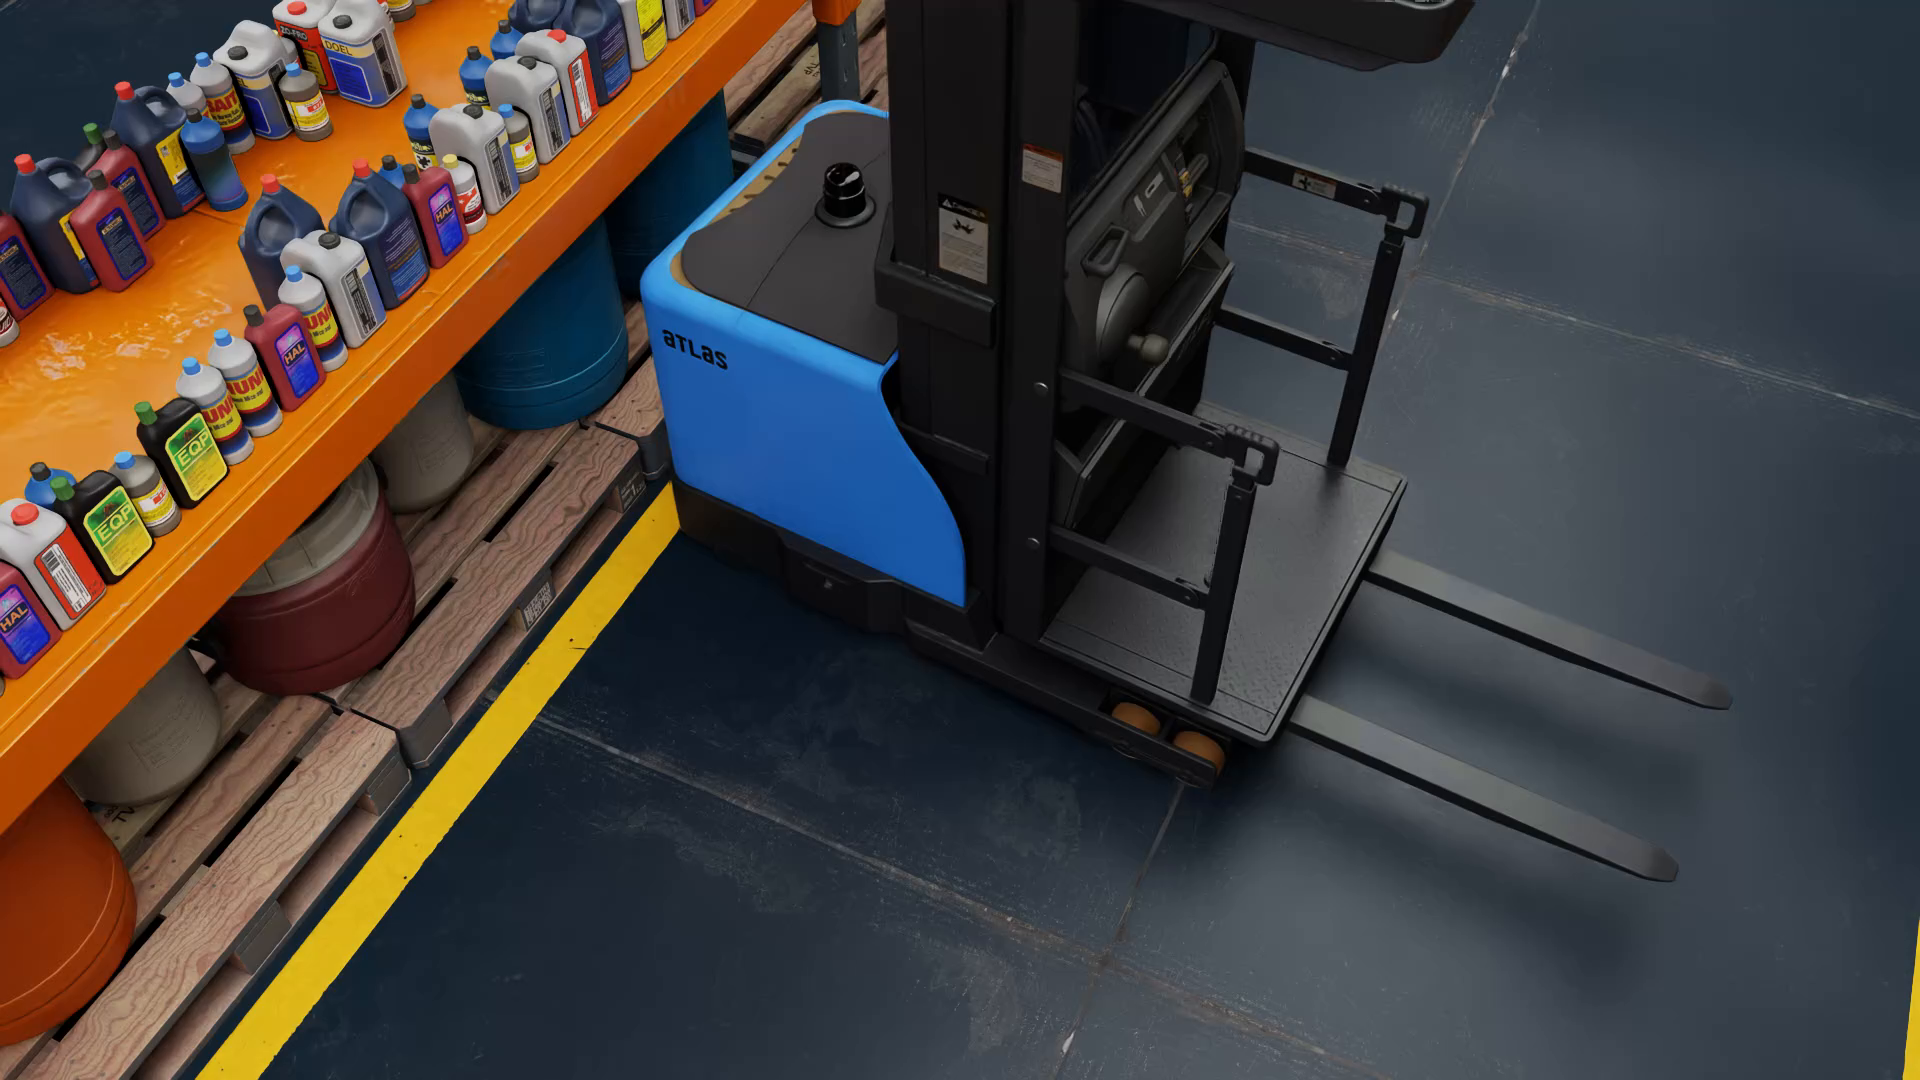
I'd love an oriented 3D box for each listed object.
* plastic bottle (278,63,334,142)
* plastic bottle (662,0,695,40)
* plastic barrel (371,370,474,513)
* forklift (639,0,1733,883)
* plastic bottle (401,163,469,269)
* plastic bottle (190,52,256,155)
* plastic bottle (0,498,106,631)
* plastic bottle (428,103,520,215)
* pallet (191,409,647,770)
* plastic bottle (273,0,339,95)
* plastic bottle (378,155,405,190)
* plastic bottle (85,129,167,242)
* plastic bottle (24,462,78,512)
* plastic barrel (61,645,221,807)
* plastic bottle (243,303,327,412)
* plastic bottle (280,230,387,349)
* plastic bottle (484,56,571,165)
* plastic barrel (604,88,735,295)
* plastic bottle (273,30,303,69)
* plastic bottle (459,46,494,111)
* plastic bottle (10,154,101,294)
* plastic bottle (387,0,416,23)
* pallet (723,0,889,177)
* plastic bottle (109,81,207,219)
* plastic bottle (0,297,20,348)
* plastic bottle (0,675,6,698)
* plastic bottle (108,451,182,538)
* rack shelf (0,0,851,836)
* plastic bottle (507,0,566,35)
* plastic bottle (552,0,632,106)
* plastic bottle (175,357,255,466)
[{"bbox_3d":[-1.737,-1.166,4.403,0.097,0.201,0.097,0,50,0],"label":"plastic bottle"},{"bbox_3d":[-0.854,-1.582,4.708,0.152,0.276,0.135,20,52,16],"label":"plastic bottle"},{"bbox_3d":[-1.694,-0.364,4.948,0.421,0.512,0.421,0,50,0],"label":"plastic barrel"},{"bbox_3d":[0.656,-0.725,3.942,3.031,2.935,1.130,23,53,19],"label":"forklift"},{"bbox_3d":[-1.283,-0.811,4.047,0.061,0.283,0.133,20,52,16],"label":"plastic bottle"},{"bbox_3d":[-1.932,-1.146,4.340,0.097,0.271,0.097,0,50,0],"label":"plastic bottle"},{"bbox_3d":[-1.855,0.033,3.334,0.152,0.276,0.135,20,52,16],"label":"plastic bottle"},{"bbox_3d":[-1.226,-0.983,4.198,0.152,0.276,0.135,20,52,16],"label":"plastic bottle"},{"bbox_3d":[-1.709,0.014,5.099,1.003,0.211,1.213,20,52,16],"label":"pallet"},{"bbox_3d":[-1.759,-1.378,4.534,0.152,0.276,0.135,20,52,16],"label":"plastic bottle"},{"bbox_3d":[-1.362,-0.820,4.063,0.097,0.271,0.097,0,50,0],"label":"plastic bottle"},{"bbox_3d":[-2.064,-0.862,4.091,0.061,0.283,0.133,20,52,16],"label":"plastic bottle"},{"bbox_3d":[-1.836,-0.057,3.413,0.097,0.271,0.097,0,50,0],"label":"plastic bottle"},{"bbox_3d":[-2.176,0.414,4.286,0.421,0.512,0.421,0,50,0],"label":"plastic barrel"},{"bbox_3d":[-1.518,-0.432,3.725,0.061,0.283,0.133,20,52,16],"label":"plastic bottle"},{"bbox_3d":[-1.461,-0.604,3.876,0.152,0.276,0.135,20,52,16],"label":"plastic bottle"},{"bbox_3d":[-1.126,-1.142,4.334,0.152,0.276,0.135,20,52,16],"label":"plastic bottle"},{"bbox_3d":[-1.069,-1.338,5.521,0.600,0.901,0.708,20,52,16],"label":"plastic barrel"},{"bbox_3d":[-1.833,-1.283,4.502,0.097,0.201,0.097,0,50,0],"label":"plastic bottle"},{"bbox_3d":[-1.247,-1.169,4.359,0.097,0.271,0.097,0,50,0],"label":"plastic bottle"},{"bbox_3d":[-2.149,-0.781,3.977,0.144,0.351,0.185,20,52,16],"label":"plastic bottle"},{"bbox_3d":[-1.636,-1.601,4.774,0.097,0.201,0.097,0,50,0],"label":"plastic bottle"},{"bbox_3d":[-0.542,-1.866,6.699,1.003,0.211,1.213,20,52,16],"label":"pallet"},{"bbox_3d":[-2.013,-1.000,4.164,0.144,0.351,0.185,20,52,16],"label":"plastic bottle"},{"bbox_3d":[-2.288,-0.551,3.880,0.097,0.201,0.097,0,50,0],"label":"plastic bottle"},{"bbox_3d":[-1.937,0.237,3.209,0.097,0.201,0.097,0,50,0],"label":"plastic bottle"},{"bbox_3d":[-1.724,-0.106,3.501,0.097,0.201,0.097,0,50,0],"label":"plastic bottle"},{"bbox_3d":[-1.676,-0.640,4.298,1.077,0.370,4.000,20,52,16],"label":"rack shelf"},{"bbox_3d":[-1.127,-1.415,4.517,0.144,0.351,0.185,20,52,16],"label":"plastic bottle"},{"bbox_3d":[-0.997,-1.368,4.477,0.144,0.351,0.185,20,52,16],"label":"plastic bottle"},{"bbox_3d":[-1.626,-0.288,3.610,0.097,0.271,0.097,0,50,0],"label":"plastic bottle"}]
